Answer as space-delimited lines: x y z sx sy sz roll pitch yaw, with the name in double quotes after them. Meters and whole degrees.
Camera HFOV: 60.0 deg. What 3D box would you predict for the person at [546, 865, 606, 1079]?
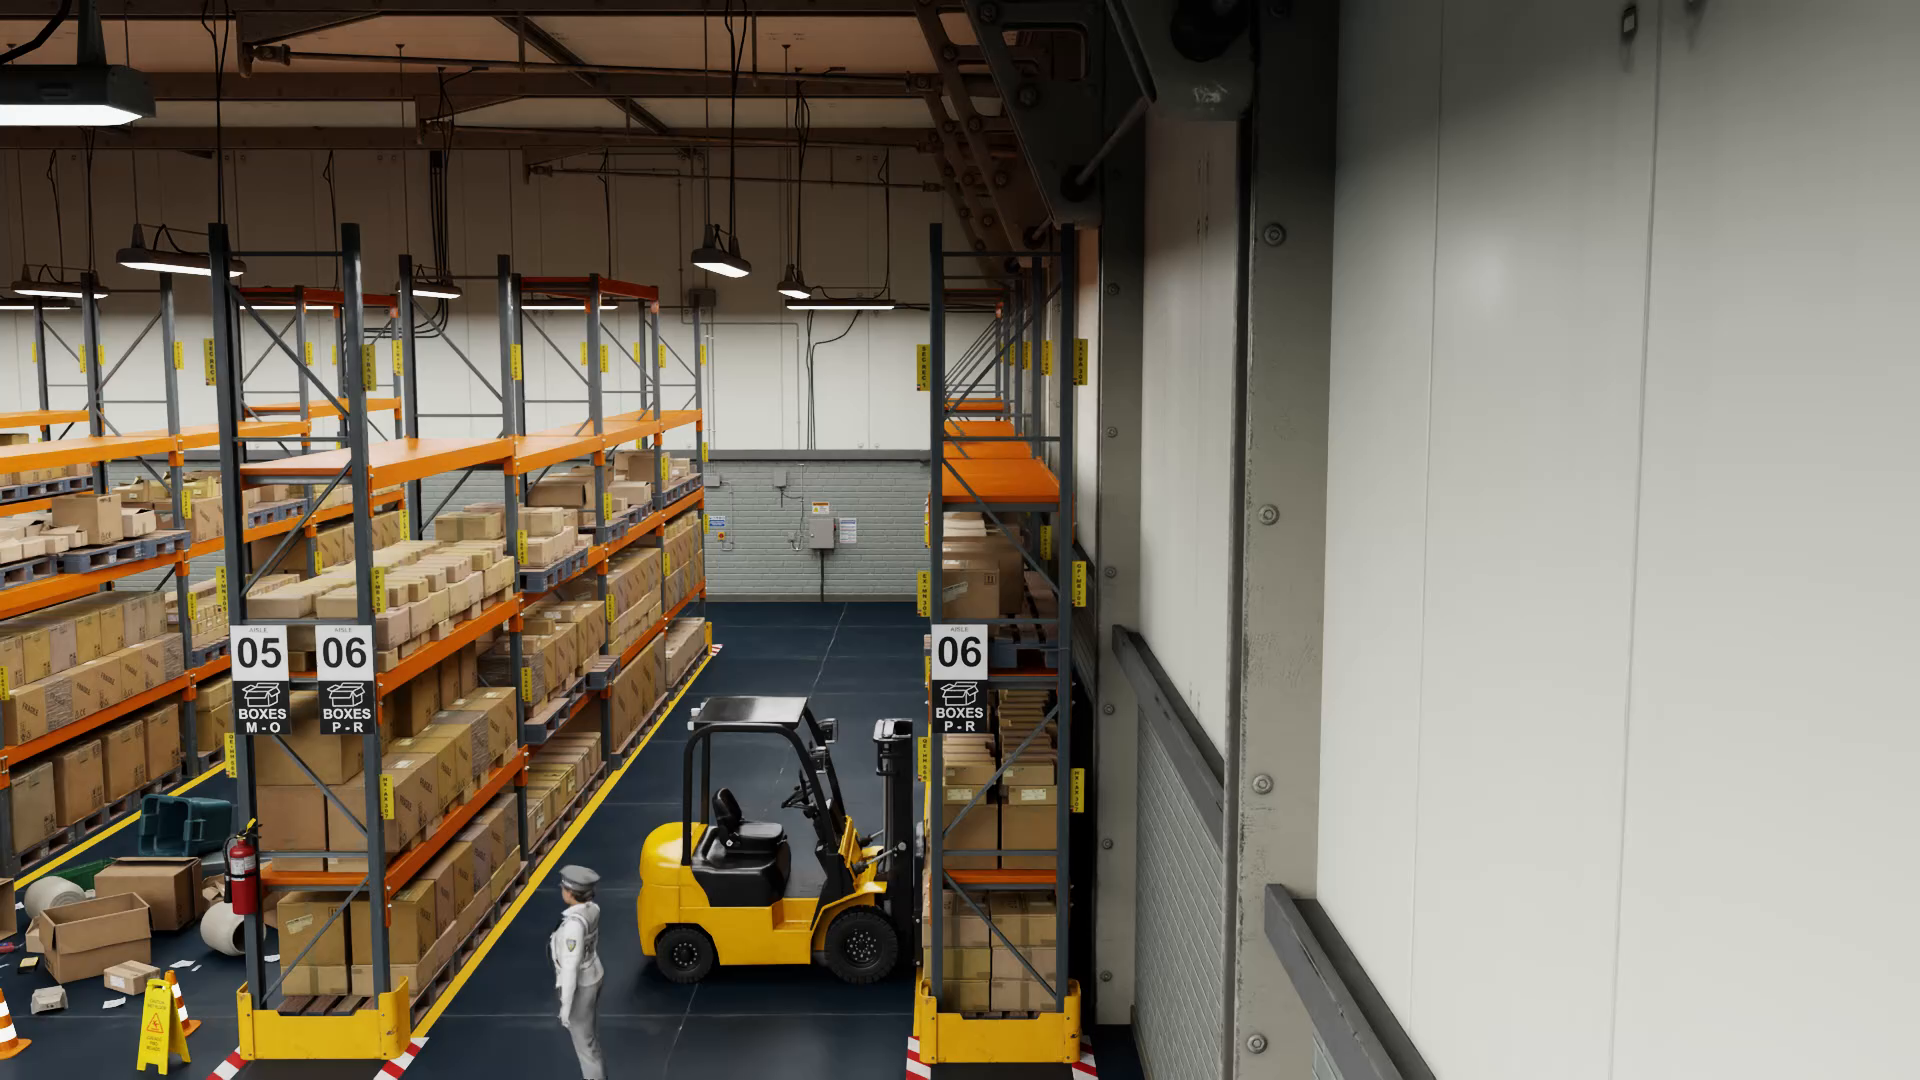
-2.566 3.044 11.192 0.371 1.721 0.573 0 7 1 "person"
